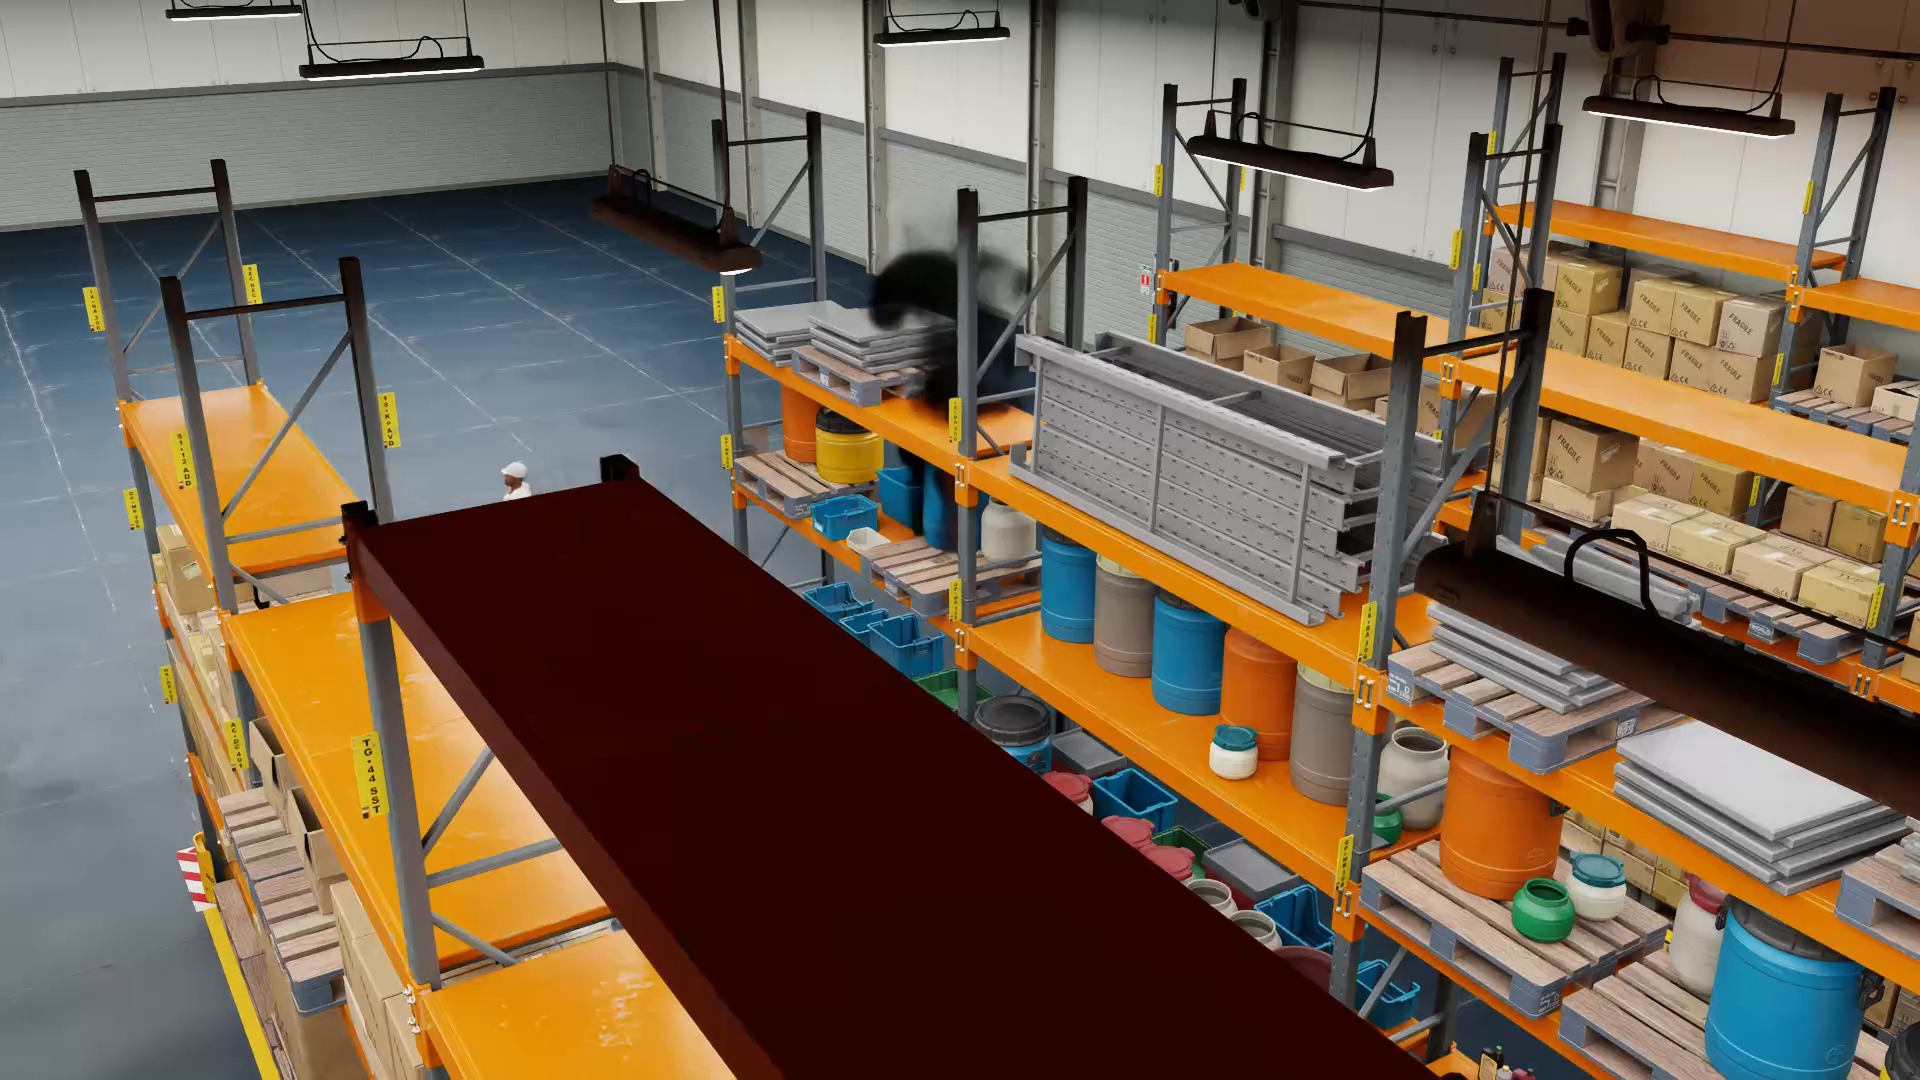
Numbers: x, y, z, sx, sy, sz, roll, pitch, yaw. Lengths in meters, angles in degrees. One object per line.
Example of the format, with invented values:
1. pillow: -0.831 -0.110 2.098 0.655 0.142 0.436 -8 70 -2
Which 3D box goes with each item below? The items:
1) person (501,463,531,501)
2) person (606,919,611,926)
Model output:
1. person: -5.057 -0.068 19.257 0.758 1.737 0.699 -5 22 -12
2. person: -2.743 2.786 12.055 0.673 1.755 0.923 -13 25 -30
